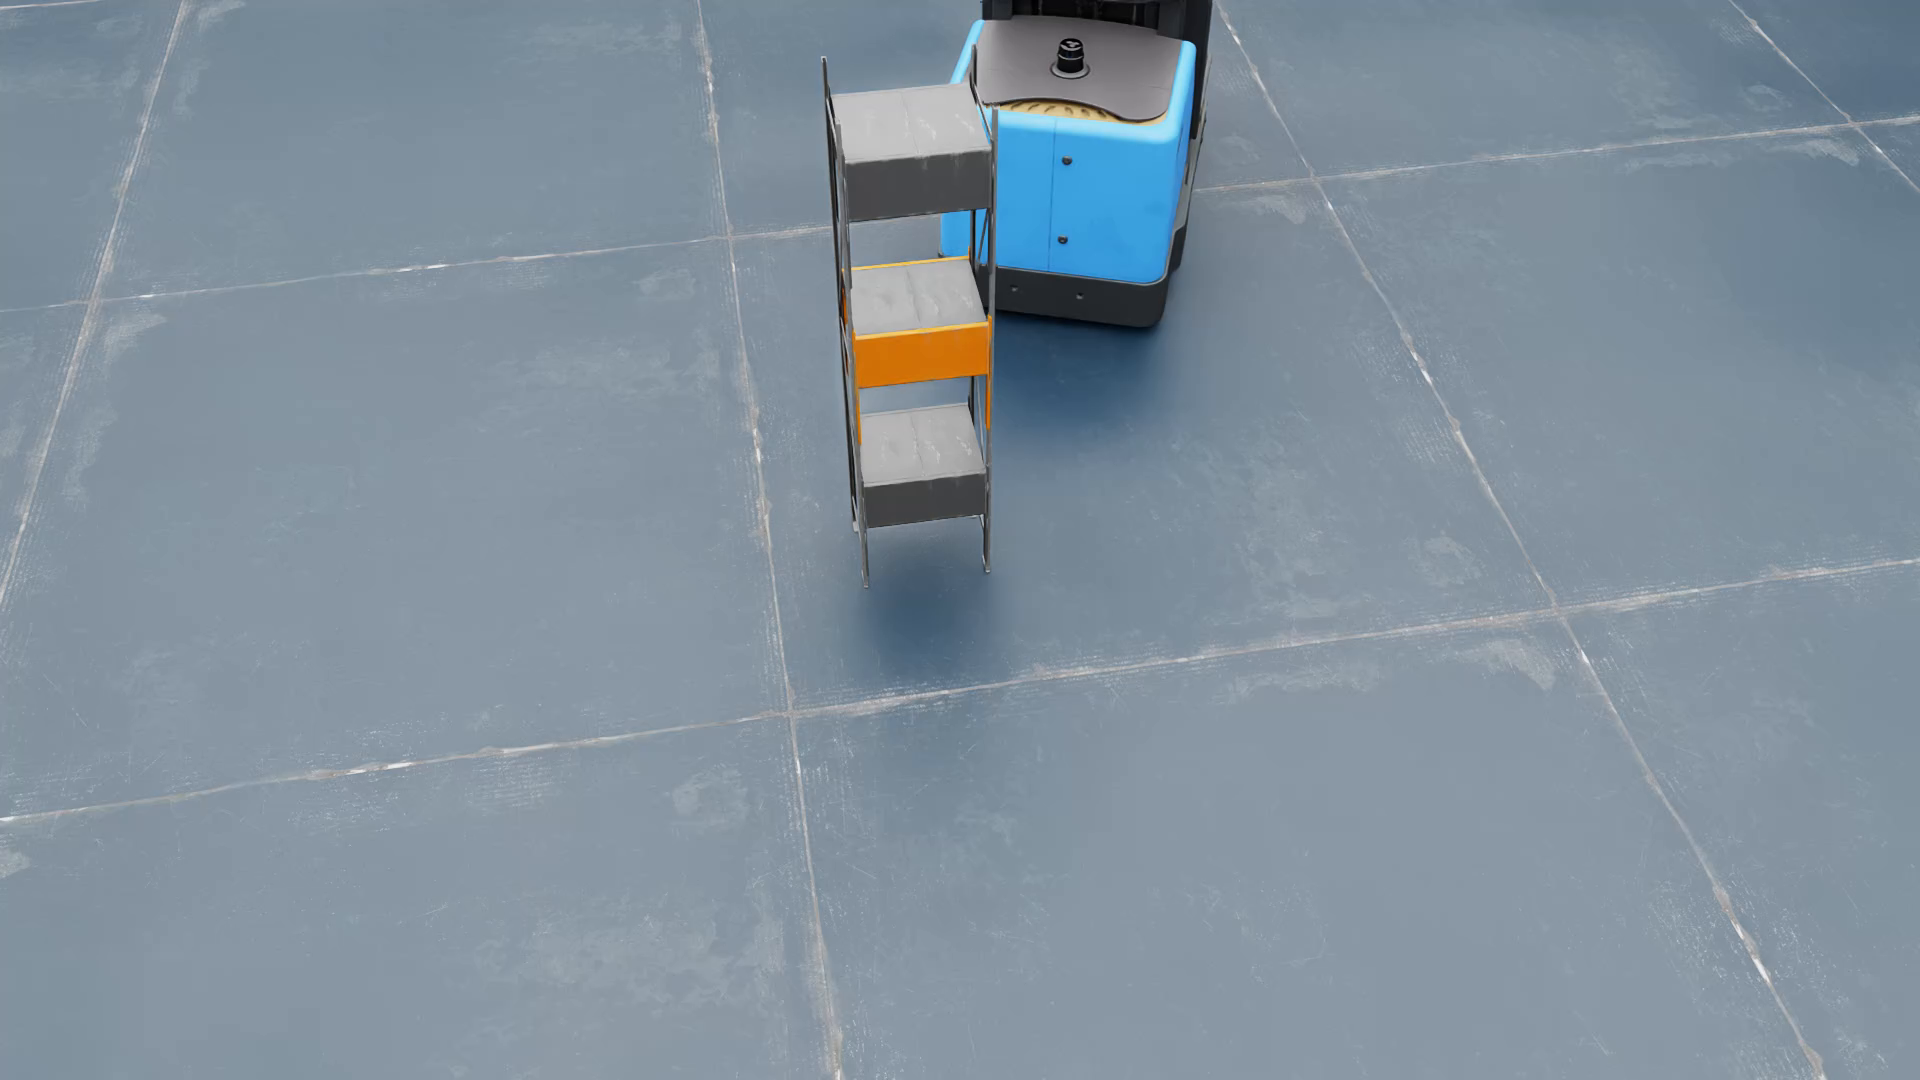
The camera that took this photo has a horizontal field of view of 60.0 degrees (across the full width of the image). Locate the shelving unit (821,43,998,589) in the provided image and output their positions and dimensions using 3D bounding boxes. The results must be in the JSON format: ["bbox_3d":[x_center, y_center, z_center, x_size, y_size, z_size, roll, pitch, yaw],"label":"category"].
[{"bbox_3d":[-0.163,-0.708,5.974,0.503,2.100,0.431,-7,46,-7],"label":"shelving unit"}]

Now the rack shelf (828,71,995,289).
[{"bbox_3d":[-0.163,-1.184,5.480,0.480,0.518,0.431,-7,46,-7],"label":"rack shelf"}]

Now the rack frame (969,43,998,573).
[{"bbox_3d":[0.077,-0.738,6.003,0.015,2.100,0.400,-7,46,-7],"label":"rack frame"}]

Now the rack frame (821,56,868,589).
[{"bbox_3d":[-0.404,-0.678,5.945,0.015,2.100,0.400,-7,46,-7],"label":"rack frame"}]

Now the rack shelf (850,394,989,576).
[{"bbox_3d":[-0.163,-0.213,6.488,0.480,0.518,0.431,-7,46,-7],"label":"rack shelf"}]

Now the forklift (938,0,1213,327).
[{"bbox_3d":[0.697,-3.067,7.670,1.130,2.935,3.031,8,47,8],"label":"forklift"}]

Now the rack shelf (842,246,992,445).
[{"bbox_3d":[-0.163,-0.699,5.984,0.480,0.518,0.431,-7,46,-7],"label":"rack shelf"}]
